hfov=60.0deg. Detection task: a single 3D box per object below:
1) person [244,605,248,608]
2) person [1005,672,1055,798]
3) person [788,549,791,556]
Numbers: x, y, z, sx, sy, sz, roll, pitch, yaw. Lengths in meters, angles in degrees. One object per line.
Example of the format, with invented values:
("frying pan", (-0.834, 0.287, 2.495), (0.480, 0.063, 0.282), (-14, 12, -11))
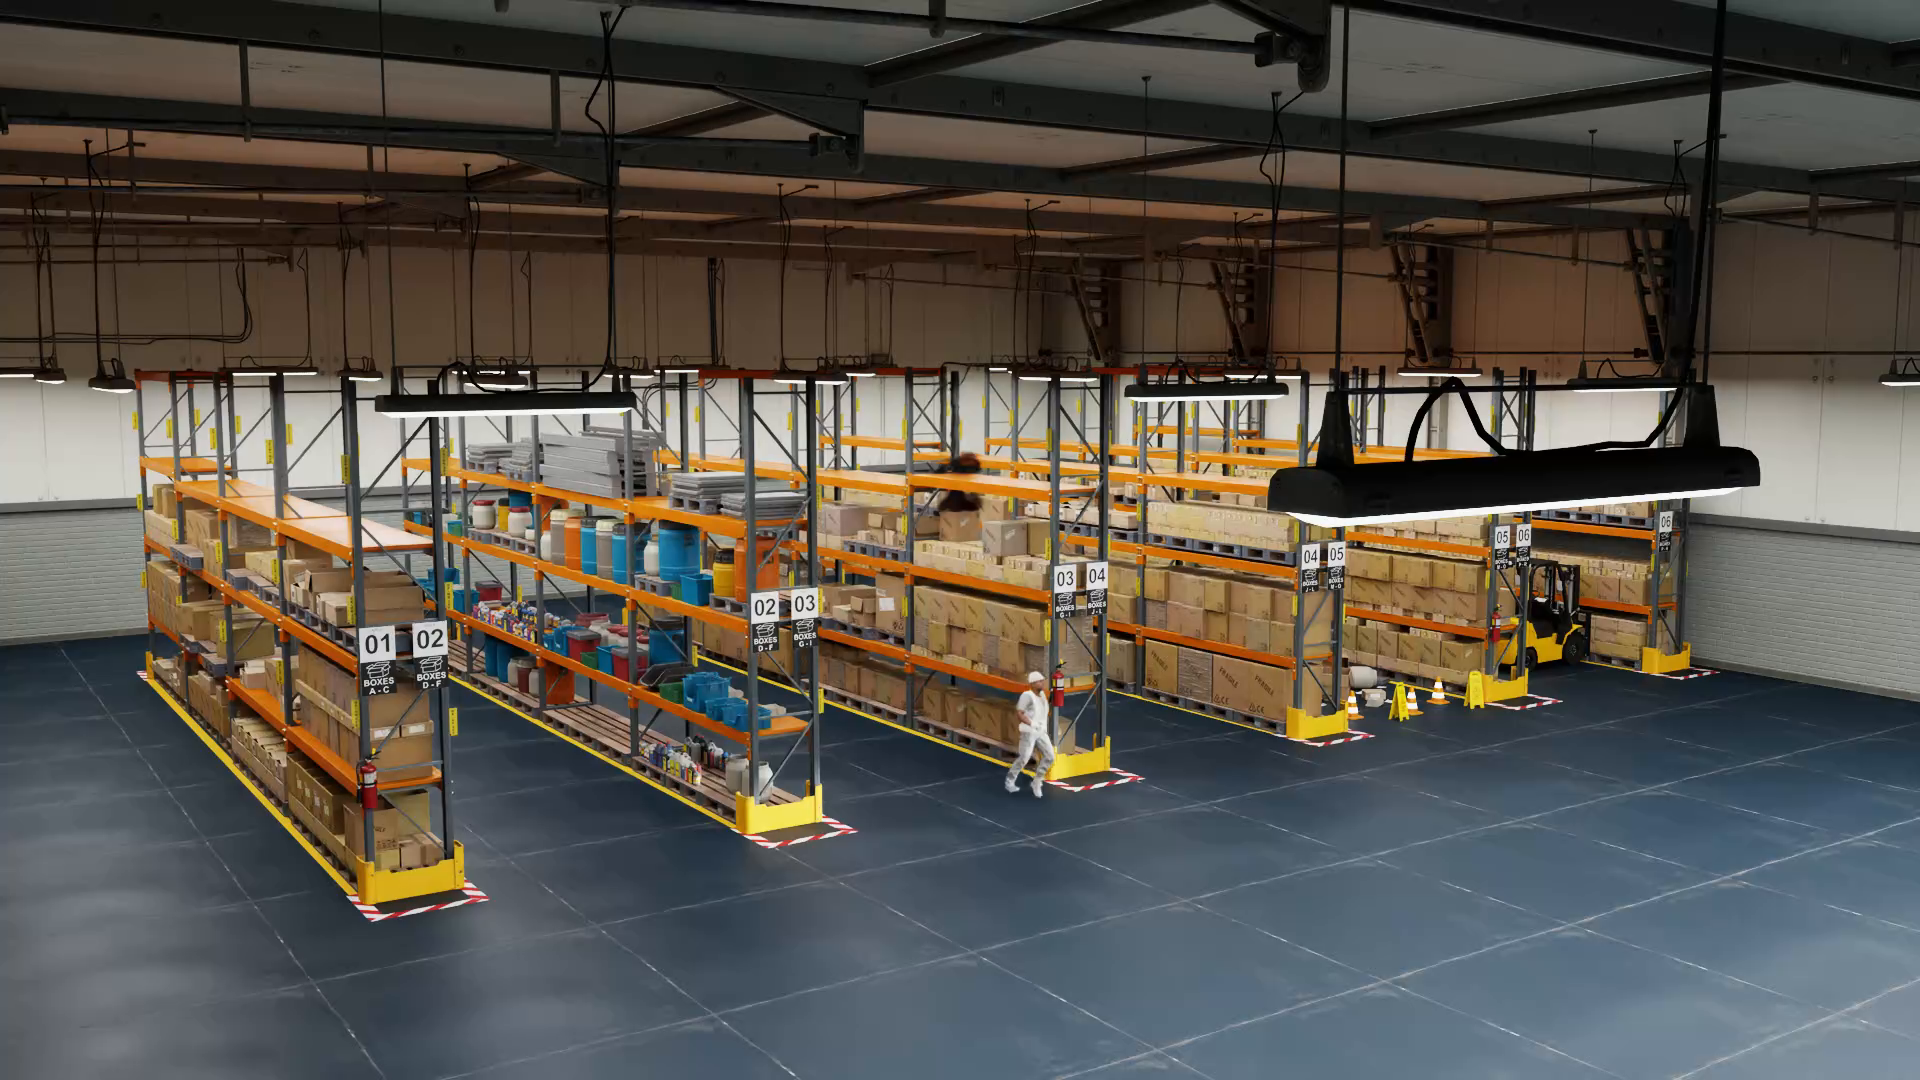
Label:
("person", (-14.337, 1.768, 33.740), (0.472, 1.524, 0.571), (1, 7, 11))
("person", (1.060, 2.787, 23.865), (0.662, 1.804, 0.744), (5, 8, 39))
("person", (-3.949, 1.016, 39.253), (0.669, 1.789, 0.988), (-3, 7, -23))
